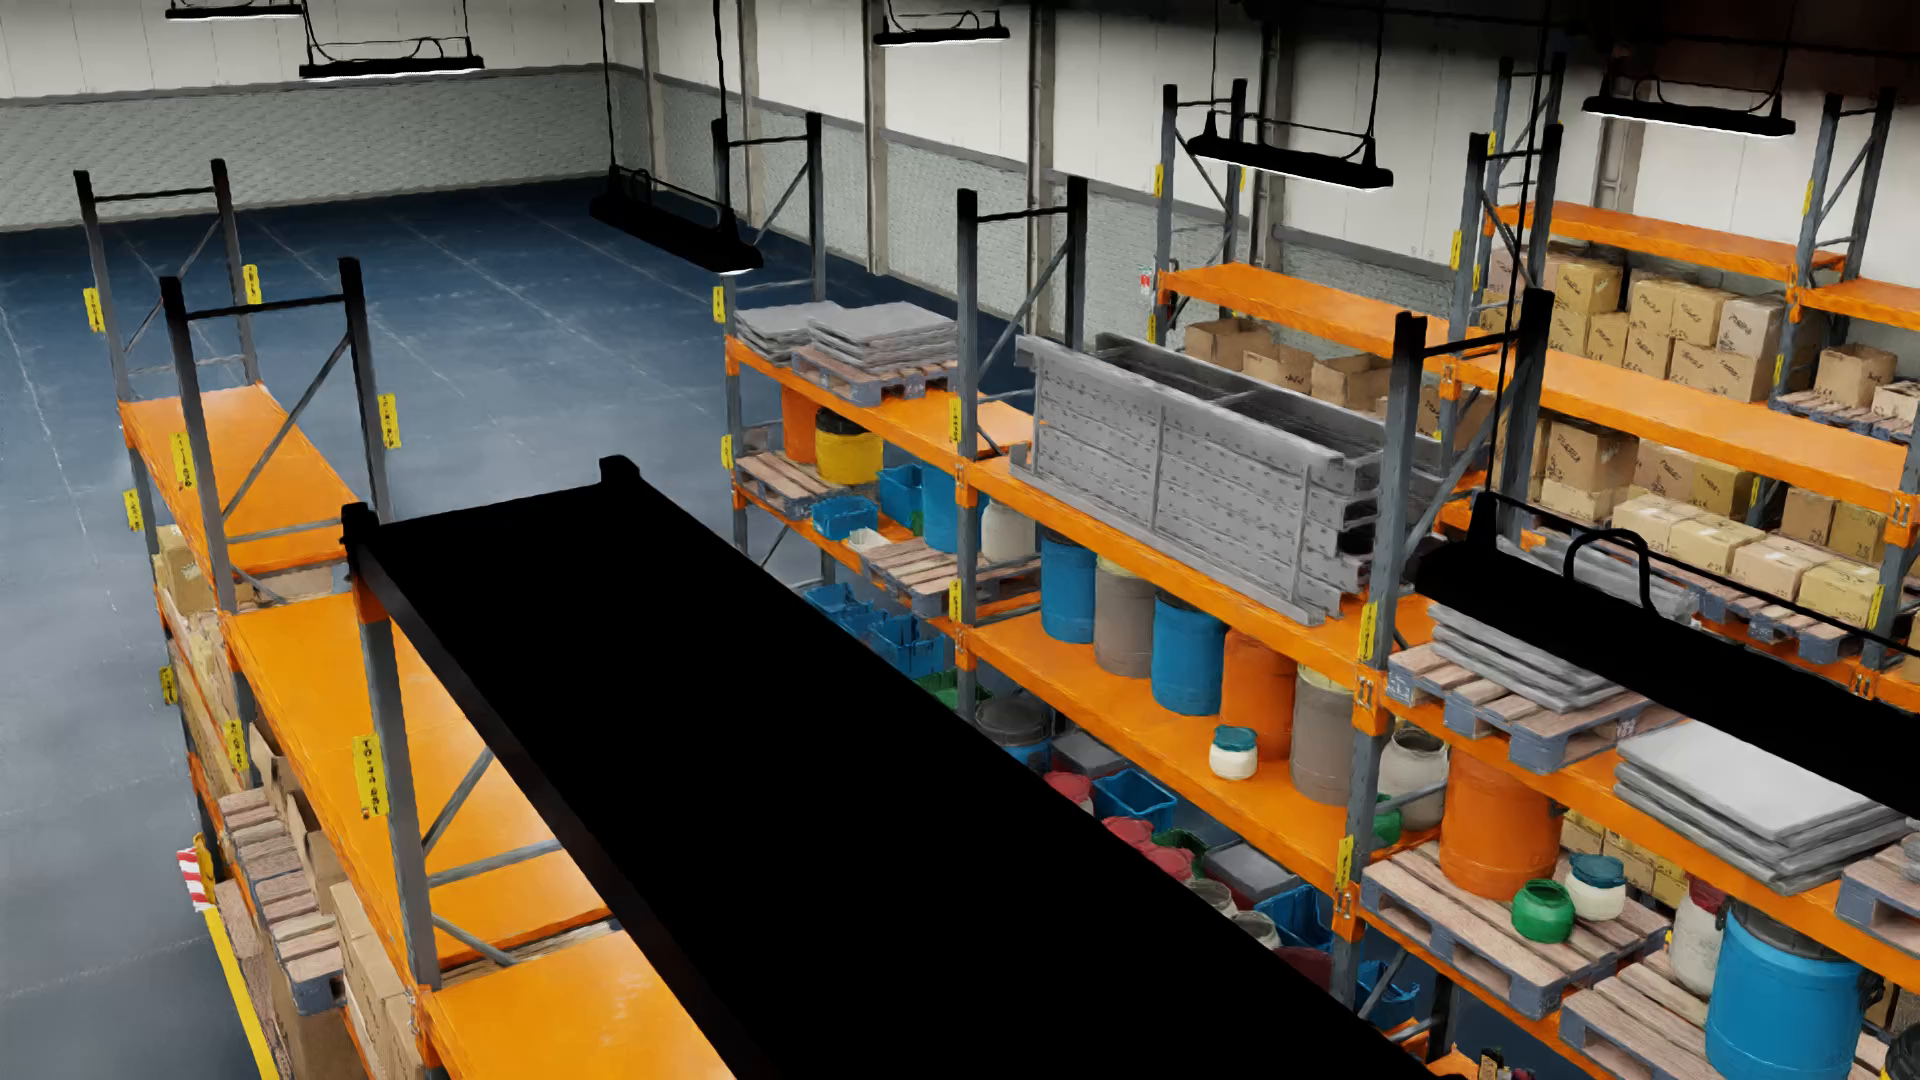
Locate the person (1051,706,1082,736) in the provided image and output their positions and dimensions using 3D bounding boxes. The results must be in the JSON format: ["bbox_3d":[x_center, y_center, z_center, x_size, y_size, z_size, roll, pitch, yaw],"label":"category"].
[{"bbox_3d":[0.998,1.323,15.918,0.469,1.602,0.399,11,24,25],"label":"person"}]
